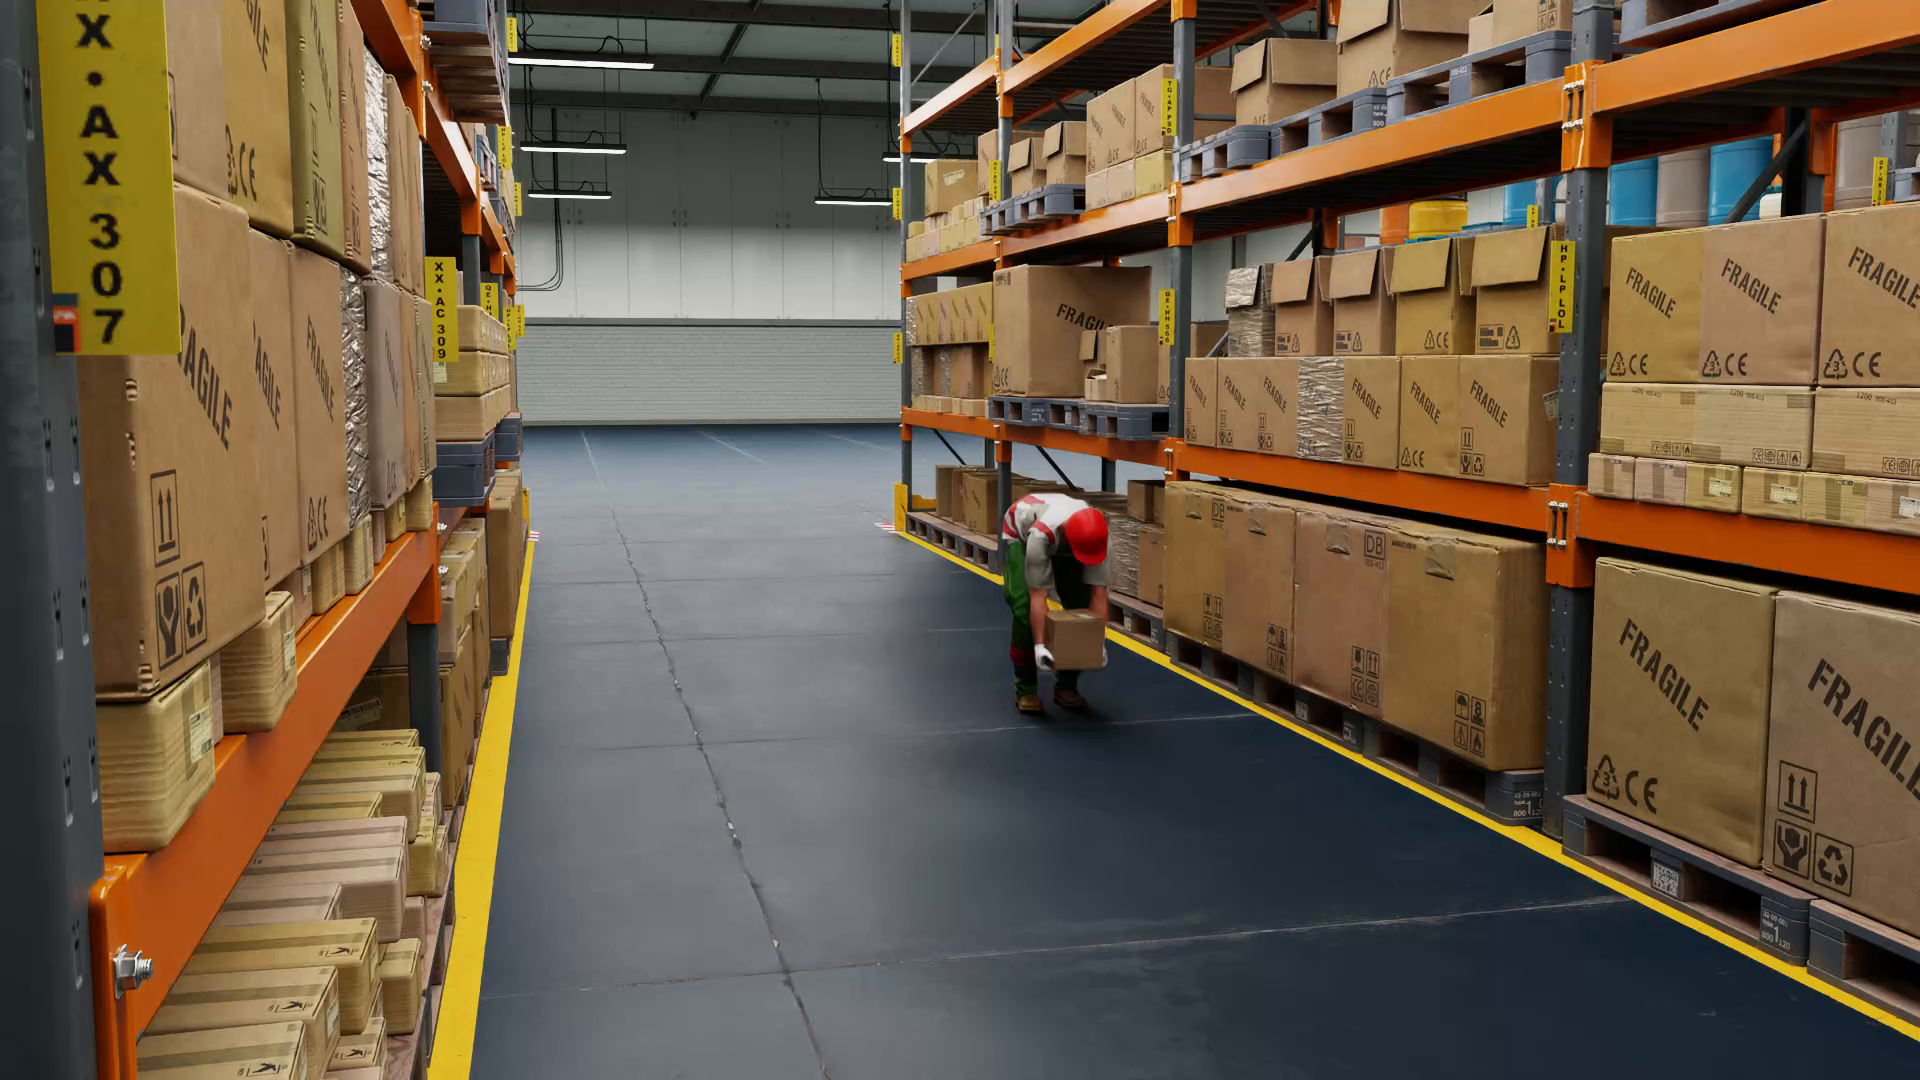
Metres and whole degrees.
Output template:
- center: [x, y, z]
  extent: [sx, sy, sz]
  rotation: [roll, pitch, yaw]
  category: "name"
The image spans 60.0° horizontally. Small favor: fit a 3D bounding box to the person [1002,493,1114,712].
- center: [0.513, 0.334, 8.346]
  extent: [0.498, 1.106, 0.965]
  rotation: [-2, 6, -16]
  category: "person"
